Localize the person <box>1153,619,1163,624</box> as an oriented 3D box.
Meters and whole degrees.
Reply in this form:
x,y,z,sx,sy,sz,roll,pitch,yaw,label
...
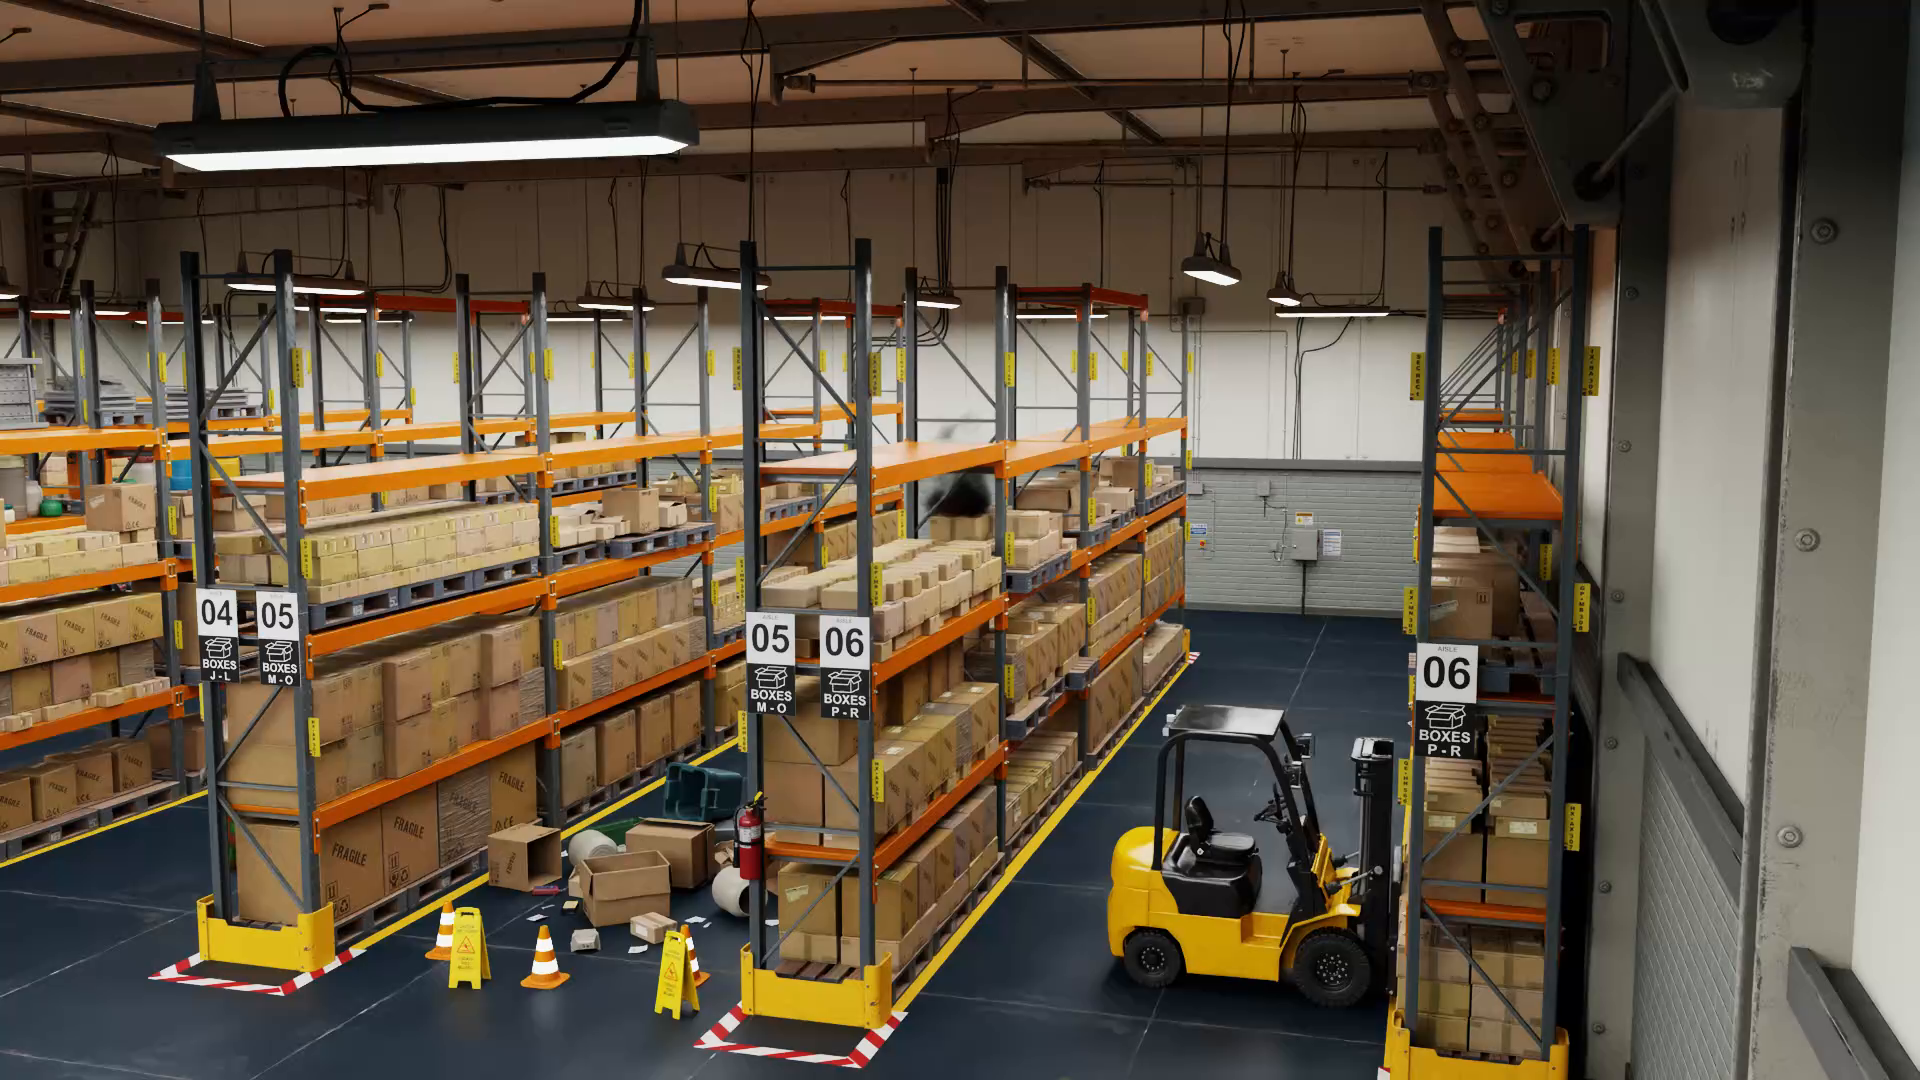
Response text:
x,y,z,sx,sy,sz,roll,pitch,yaw,label
3.319,1.010,29.472,0.901,1.749,0.727,3,7,27,person

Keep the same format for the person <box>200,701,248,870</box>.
x,y,z,sx,sy,sz,roll,pitch,yaw,label
-7.311,2.432,16.847,0.670,1.749,0.715,1,6,8,person
